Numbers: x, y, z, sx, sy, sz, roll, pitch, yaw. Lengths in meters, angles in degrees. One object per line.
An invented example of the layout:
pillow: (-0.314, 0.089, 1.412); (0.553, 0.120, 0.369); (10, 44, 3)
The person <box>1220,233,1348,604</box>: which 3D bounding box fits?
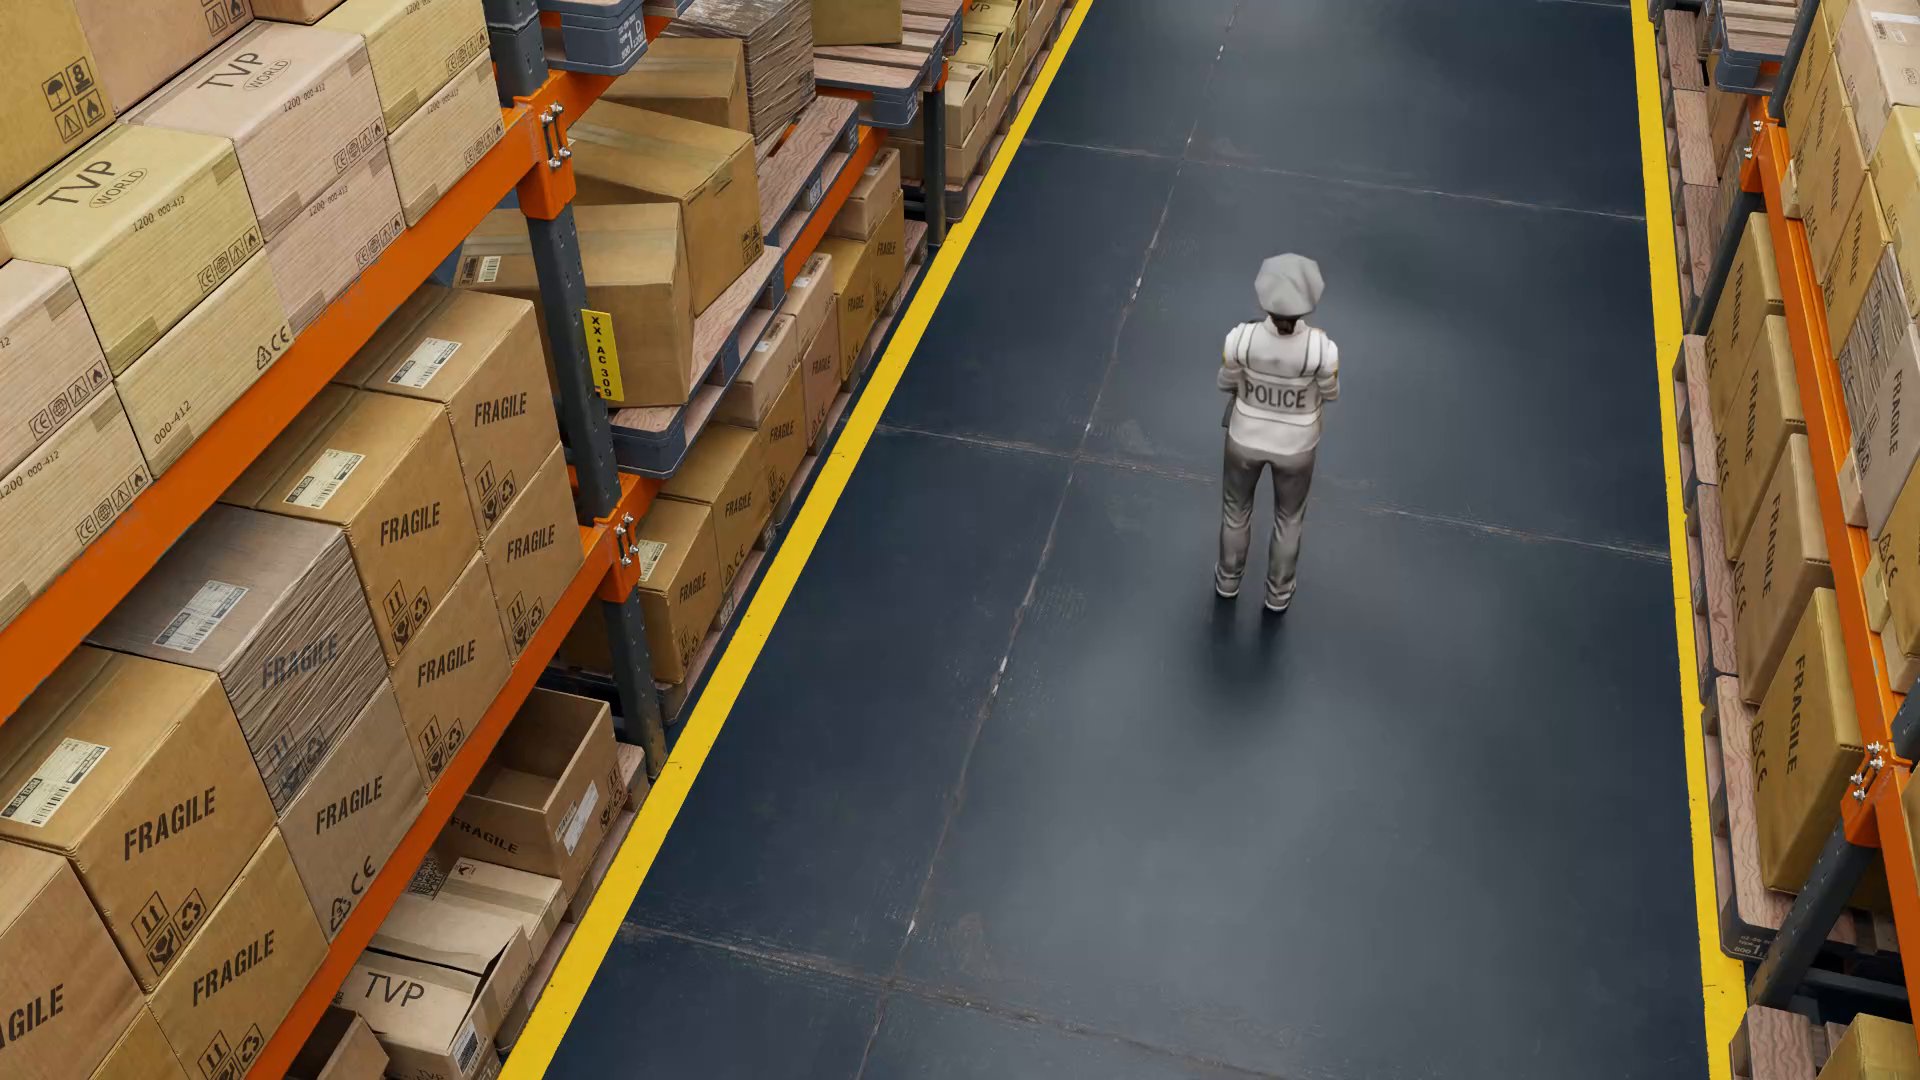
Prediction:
person: (1.304, -0.519, 6.714); (0.526, 1.694, 0.560); (13, 43, 15)
